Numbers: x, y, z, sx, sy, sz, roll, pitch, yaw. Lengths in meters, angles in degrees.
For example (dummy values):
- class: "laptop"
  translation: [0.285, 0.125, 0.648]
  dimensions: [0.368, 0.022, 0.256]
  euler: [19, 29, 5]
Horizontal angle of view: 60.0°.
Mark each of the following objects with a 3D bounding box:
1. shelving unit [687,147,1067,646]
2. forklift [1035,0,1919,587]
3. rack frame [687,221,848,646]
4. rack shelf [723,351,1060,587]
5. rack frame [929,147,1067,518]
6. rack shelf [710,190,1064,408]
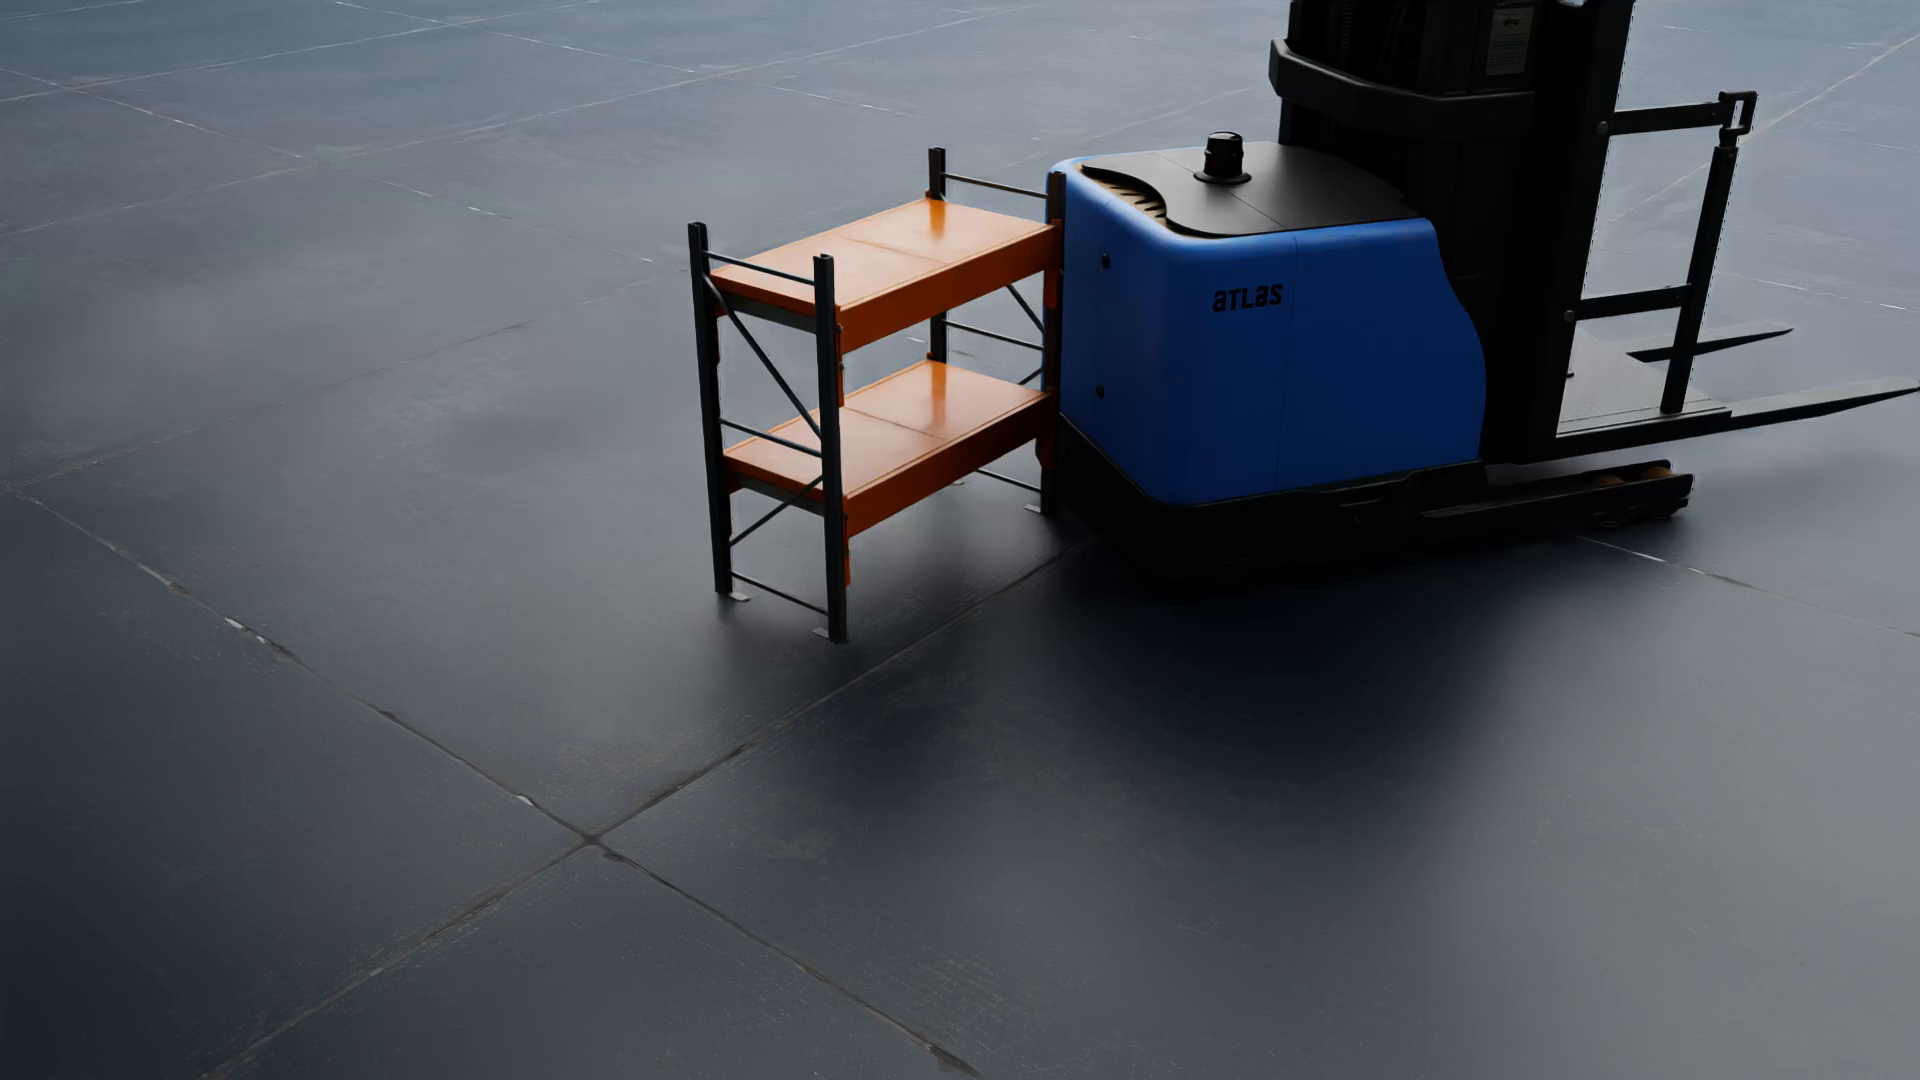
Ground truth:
- class: "shelving unit"
  translation: [-0.207, -0.463, 4.920]
  dimensions: [0.538, 1.125, 1.048]
  euler: [20, 33, 33]
- class: "forklift"
  translation: [1.830, -1.560, 5.076]
  dimensions: [3.031, 2.935, 1.130]
  euler: [-9, 29, -17]
- class: "rack frame"
  translation: [-0.523, -0.279, 4.566]
  dimensions: [0.500, 1.125, 0.032]
  euler: [20, 33, 33]
- class: "rack shelf"
  translation: [-0.207, -0.245, 5.032]
  dimensions: [0.538, 0.278, 1.000]
  euler: [20, 33, 33]
- class: "rack frame"
  translation: [0.108, -0.646, 5.274]
  dimensions: [0.500, 1.125, 0.032]
  euler: [20, 33, 33]
- class: "rack shelf"
  translation: [-0.207, -0.723, 4.786]
  dimensions: [0.538, 0.278, 1.000]
  euler: [20, 33, 33]
